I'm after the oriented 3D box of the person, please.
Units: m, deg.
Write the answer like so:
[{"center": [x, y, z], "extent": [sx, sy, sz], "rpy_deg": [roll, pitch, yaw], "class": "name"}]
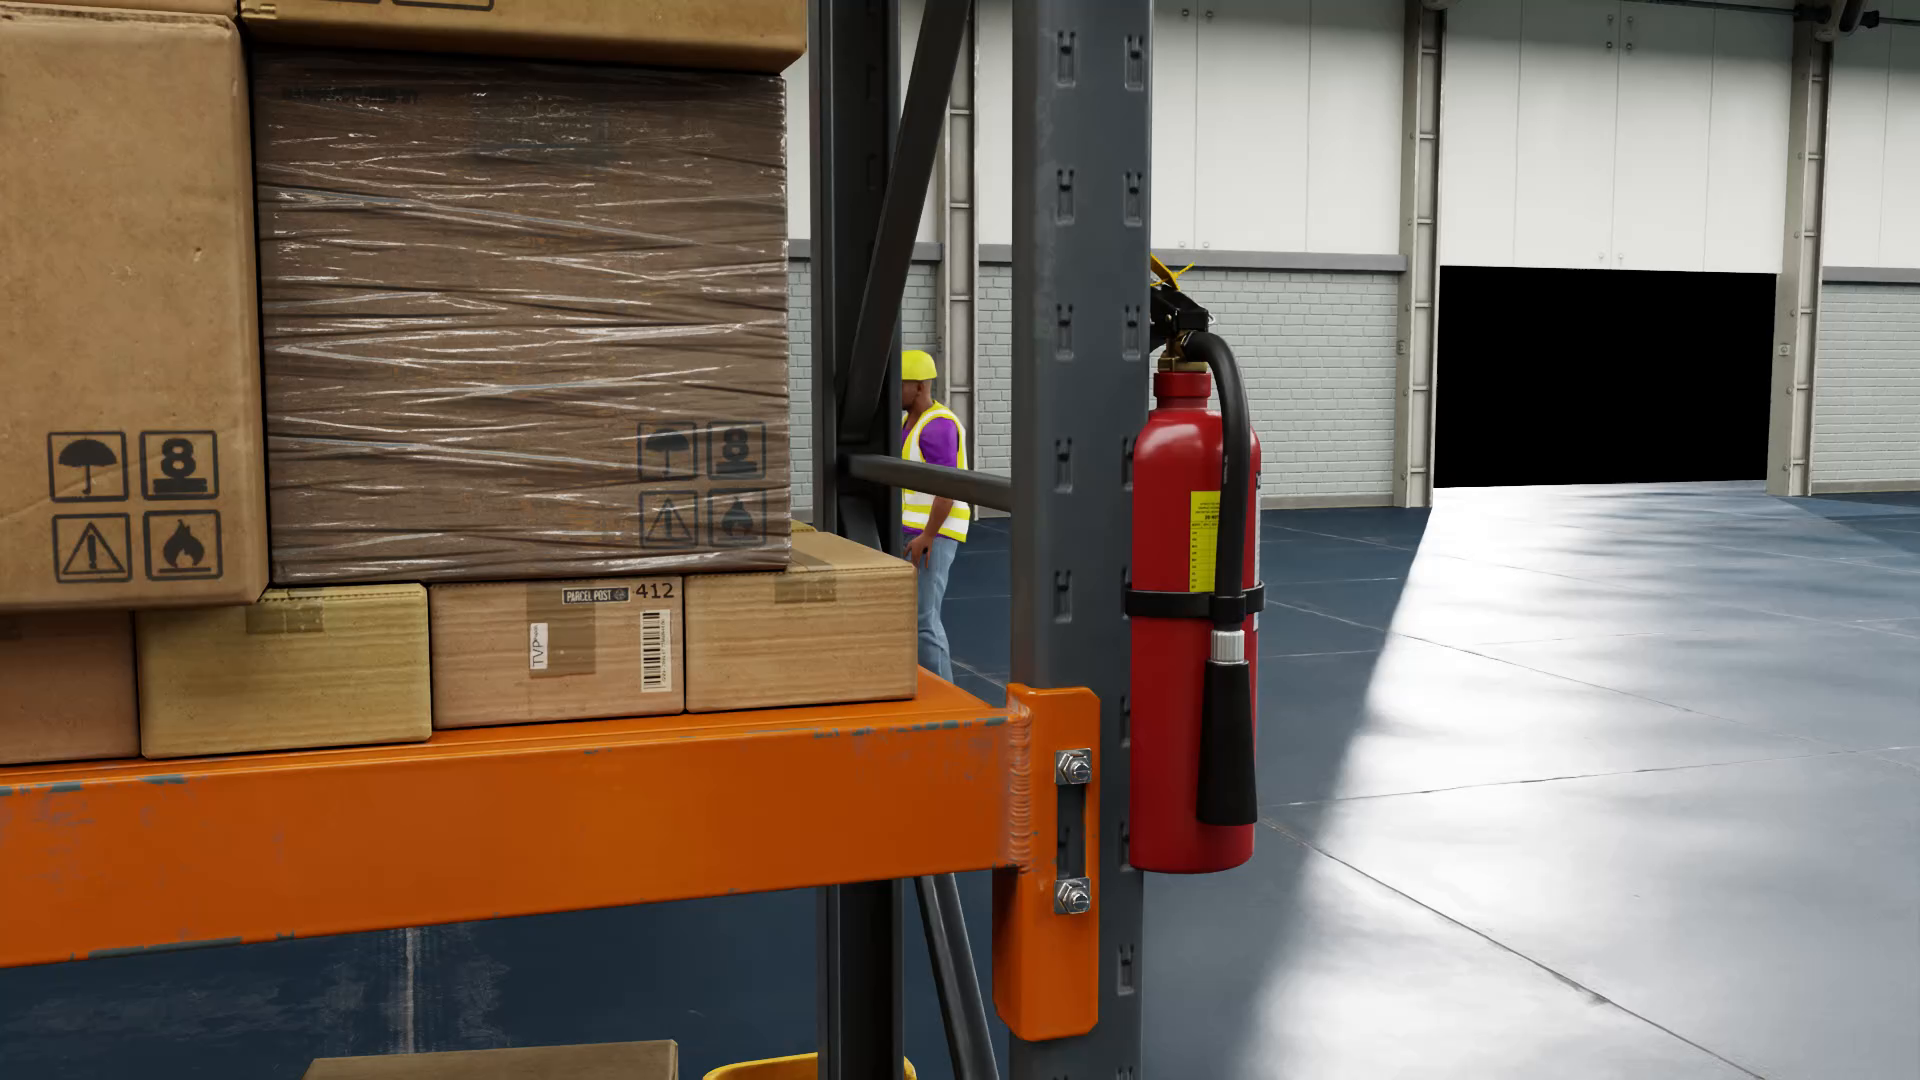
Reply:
[{"center": [-0.208, -0.018, 7.924], "extent": [0.461, 1.761, 0.627], "rpy_deg": [-2, 6, -19], "class": "person"}]
